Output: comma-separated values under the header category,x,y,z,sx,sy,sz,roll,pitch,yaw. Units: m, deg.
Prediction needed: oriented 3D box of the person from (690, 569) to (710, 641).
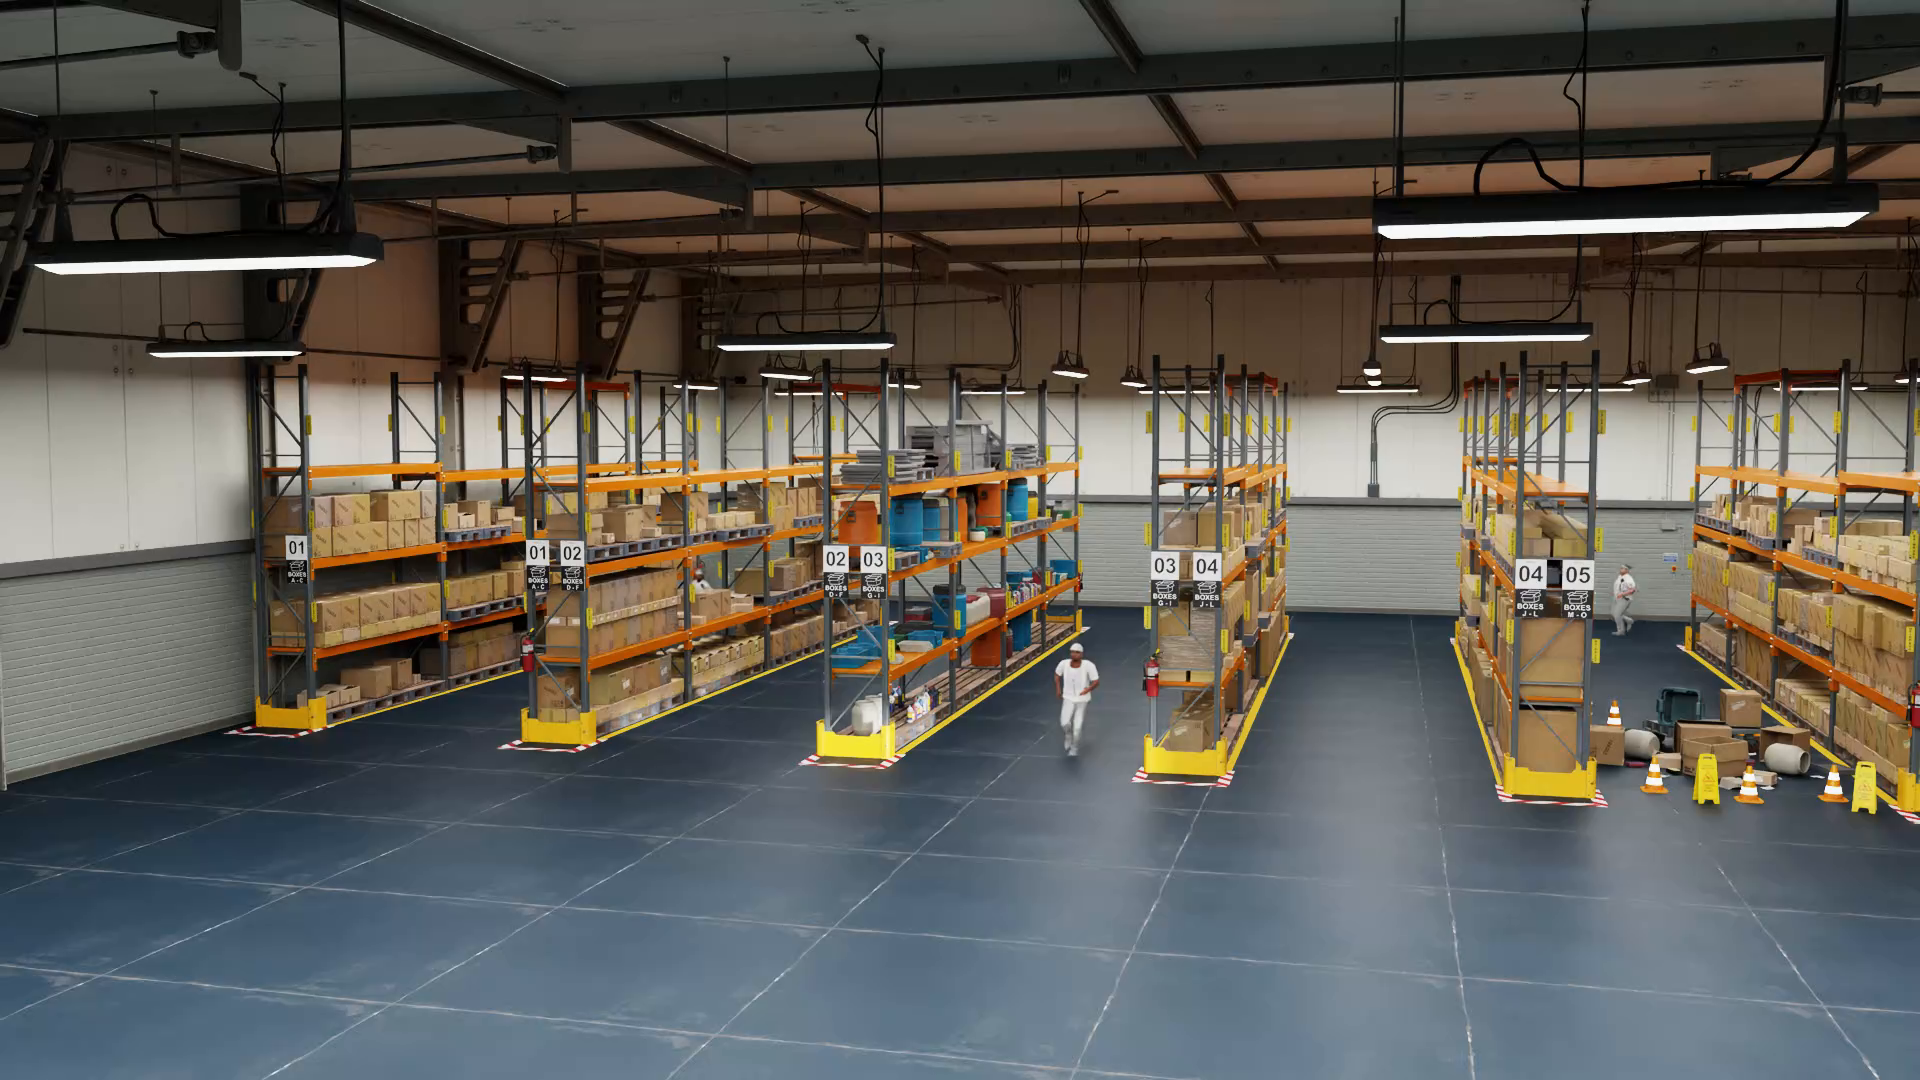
category,x,y,z,sx,sy,sz,roll,pitch,yaw
person,-6.054,1.512,38.516,0.538,1.687,0.757,0,4,-2

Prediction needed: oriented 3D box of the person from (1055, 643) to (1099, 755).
category,x,y,z,sx,sy,sz,roll,pitch,yaw
person,1.735,2.411,25.089,0.705,1.713,0.564,1,4,14

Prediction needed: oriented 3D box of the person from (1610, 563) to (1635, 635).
category,x,y,z,sx,sy,sz,roll,pitch,yaw
person,15.826,1.401,39.625,0.629,1.730,0.663,0,4,-7
